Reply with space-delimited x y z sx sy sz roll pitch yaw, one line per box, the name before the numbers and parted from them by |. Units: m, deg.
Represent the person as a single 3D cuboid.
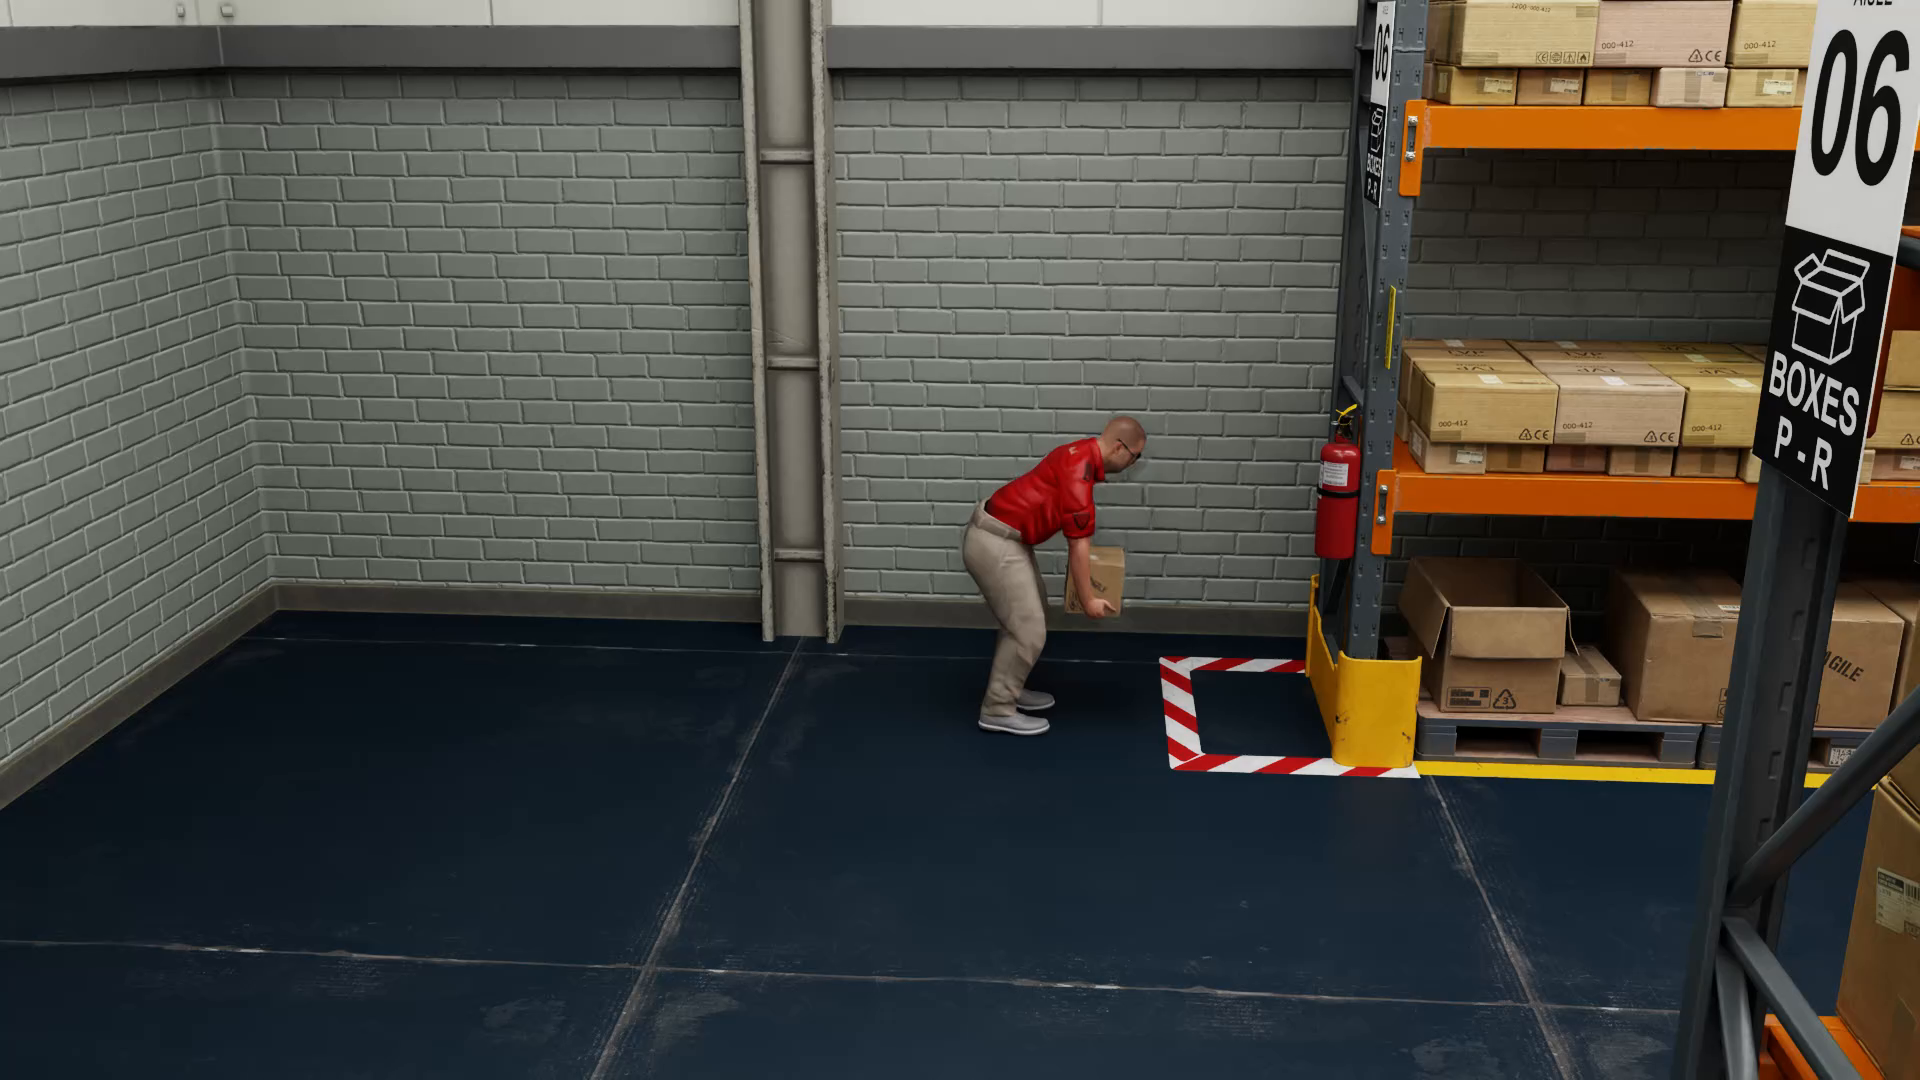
person | 0.420 0.149 7.583 0.816 1.446 0.488 1 17 3
